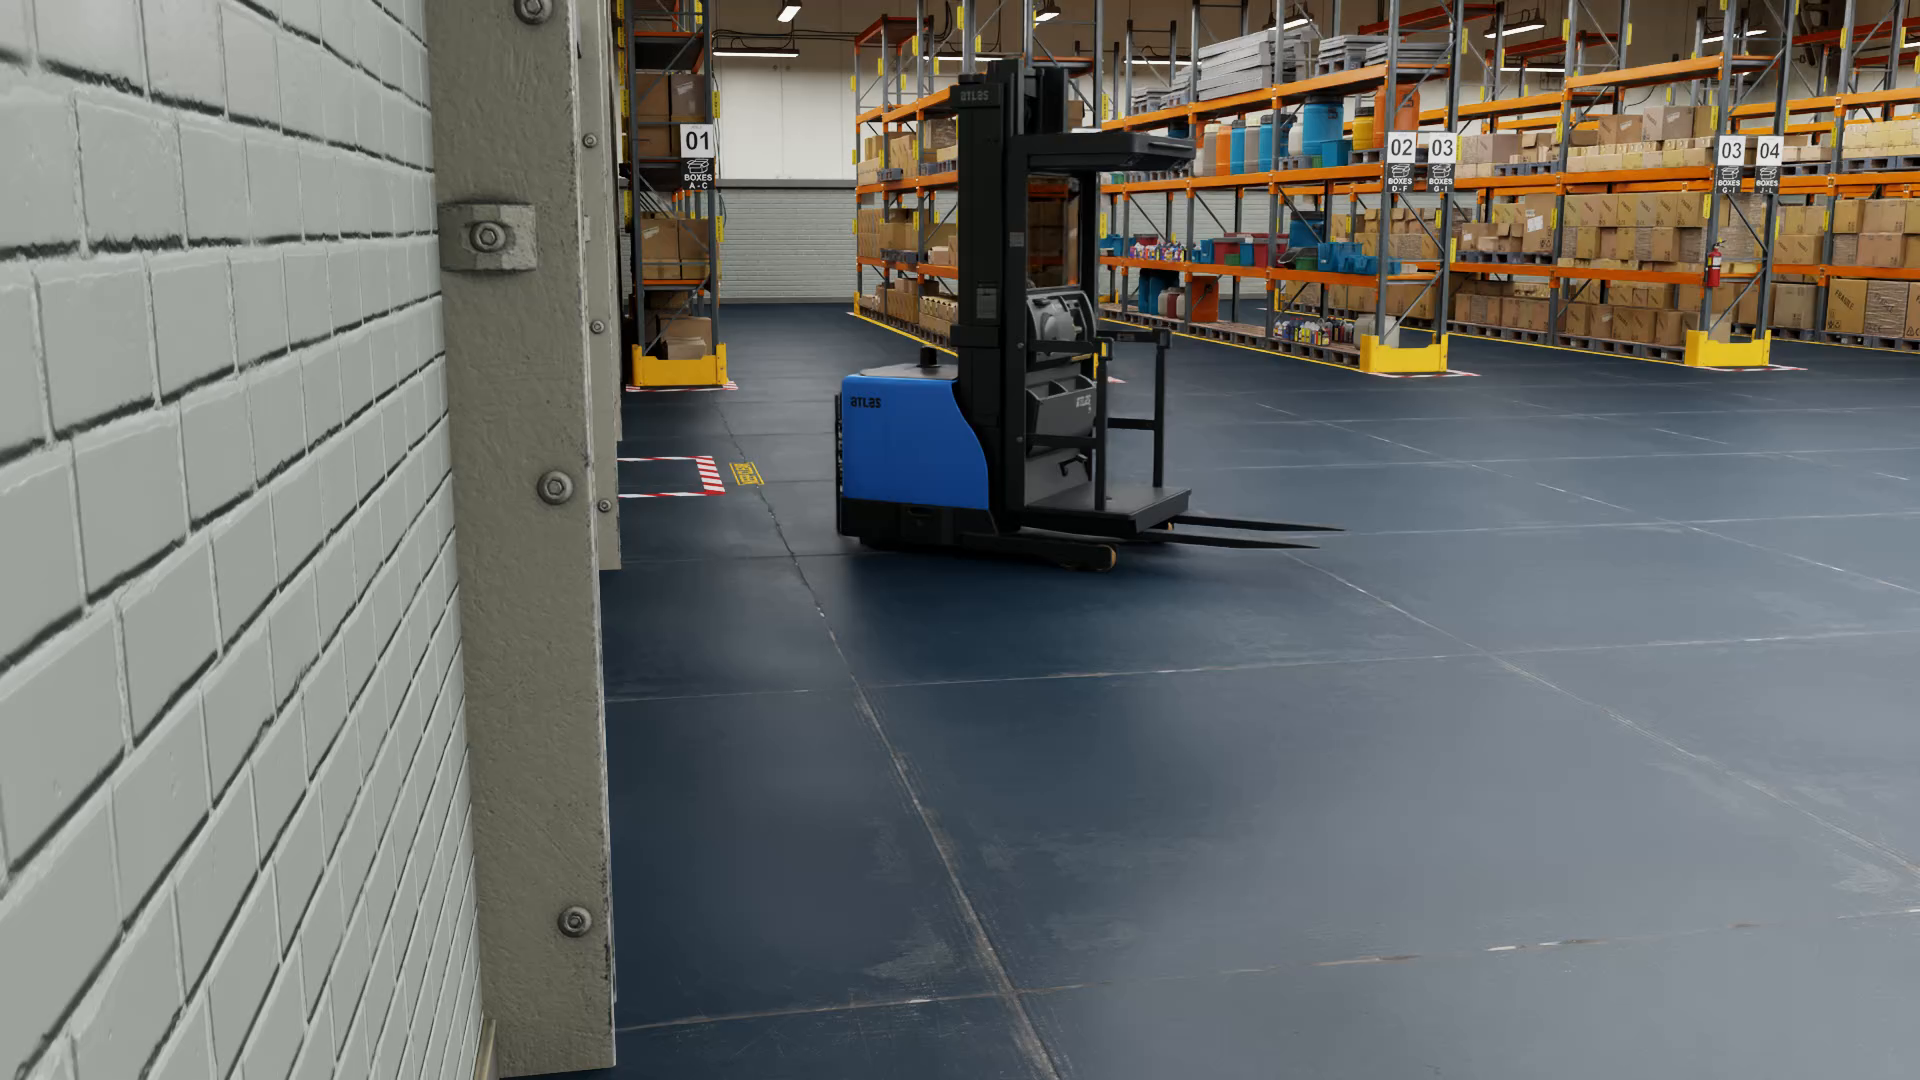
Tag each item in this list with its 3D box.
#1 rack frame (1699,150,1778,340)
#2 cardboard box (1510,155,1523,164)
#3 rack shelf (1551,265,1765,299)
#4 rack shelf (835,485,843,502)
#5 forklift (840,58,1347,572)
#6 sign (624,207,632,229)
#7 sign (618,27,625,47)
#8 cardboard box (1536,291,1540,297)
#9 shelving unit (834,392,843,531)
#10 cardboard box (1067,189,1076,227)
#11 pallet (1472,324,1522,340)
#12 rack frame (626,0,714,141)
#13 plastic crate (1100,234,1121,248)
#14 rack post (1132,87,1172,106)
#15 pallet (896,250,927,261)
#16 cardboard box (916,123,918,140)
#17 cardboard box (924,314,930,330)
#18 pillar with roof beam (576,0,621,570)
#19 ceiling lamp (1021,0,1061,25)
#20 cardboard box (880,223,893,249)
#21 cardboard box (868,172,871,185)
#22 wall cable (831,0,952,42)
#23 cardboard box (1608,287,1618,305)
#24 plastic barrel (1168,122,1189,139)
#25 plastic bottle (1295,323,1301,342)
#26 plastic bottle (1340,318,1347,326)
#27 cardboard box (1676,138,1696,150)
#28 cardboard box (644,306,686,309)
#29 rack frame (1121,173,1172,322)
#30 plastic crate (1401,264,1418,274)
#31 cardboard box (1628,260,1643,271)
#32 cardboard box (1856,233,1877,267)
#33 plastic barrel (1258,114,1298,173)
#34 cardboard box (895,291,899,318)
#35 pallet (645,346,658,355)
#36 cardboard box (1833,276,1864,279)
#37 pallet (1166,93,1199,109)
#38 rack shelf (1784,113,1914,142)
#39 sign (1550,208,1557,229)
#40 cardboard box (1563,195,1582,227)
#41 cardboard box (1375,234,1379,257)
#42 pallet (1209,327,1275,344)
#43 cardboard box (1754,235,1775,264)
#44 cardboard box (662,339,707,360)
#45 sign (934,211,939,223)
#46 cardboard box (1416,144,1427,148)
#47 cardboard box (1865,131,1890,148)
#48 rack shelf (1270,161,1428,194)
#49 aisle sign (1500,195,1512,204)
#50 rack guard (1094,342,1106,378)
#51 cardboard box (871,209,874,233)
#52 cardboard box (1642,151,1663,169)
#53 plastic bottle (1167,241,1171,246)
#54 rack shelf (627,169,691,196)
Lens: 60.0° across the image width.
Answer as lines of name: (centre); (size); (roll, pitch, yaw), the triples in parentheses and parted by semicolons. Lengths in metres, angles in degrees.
rack frame: (11.038, -3.977, 23.571); (1.000, 3.000, 0.127); (-2, 11, -11)
cardboard box: (9.797, -6.616, 28.915); (0.380, 0.166, 0.250); (-2, 11, -13)
rack shelf: (10.649, -3.991, 25.565); (1.077, 0.370, 4.000); (-2, 11, -11)
rack shelf: (-0.687, -0.308, 11.047); (0.258, 0.077, 0.200); (1, 11, 4)
forklift: (0.799, -1.363, 10.021); (3.031, 2.935, 1.130); (5, 12, 26)
sign: (-4.860, -4.719, 24.368); (0.100, 0.325, 0.005); (-2, 11, -11)
sign: (-5.638, -8.367, 27.668); (0.100, 0.325, 0.005); (-2, 11, -11)
cardboard box: (13.129, -5.485, 37.200); (0.380, 0.149, 0.250); (-2, 11, -10)
shelving unit: (-0.687, -0.517, 11.007); (0.258, 0.900, 0.210); (1, 11, 4)
cardboard box: (1.231, -4.400, 22.054); (0.700, 0.500, 0.500); (-2, 11, -11)
pallet: (9.866, -3.708, 29.614); (1.003, 0.211, 1.213); (-2, 11, -11)
rack frame: (-3.539, -6.384, 20.171); (1.000, 3.000, 0.127); (-2, 11, -11)
plastic crate: (3.316, -6.724, 37.746); (0.616, 0.435, 0.499); (-2, 11, -11)
rack post: (3.979, -8.752, 32.816); (0.937, 0.300, 0.954); (-2, 11, -12)
pallet: (-0.619, -5.347, 31.282); (1.003, 0.211, 1.213); (-2, 11, -11)
cardboard box: (-0.513, -7.366, 30.412); (0.500, 0.500, 0.500); (-2, 11, -11)
cardboard box: (-0.324, -3.742, 28.564); (0.500, 0.250, 0.500); (-2, 11, -13)
pillar with roof beam: (2.034, -4.437, 9.939); (9.100, 9.000, 0.400); (-2, 11, -11)
ceiling lamp: (1.800, -11.578, 31.847); (0.800, 3.185, 2.000); (-2, 11, -11)
cardboard box: (-1.141, -5.979, 32.697); (0.700, 0.500, 0.500); (-6, 12, -30)
cardboard box: (-1.655, -7.573, 34.843); (0.500, 0.250, 0.500); (-2, 11, -11)
wall cable: (-1.711, -13.770, 41.608); (3.097, 2.526, 0.112); (-2, 11, -11)
cardboard box: (13.692, -4.981, 34.405); (0.500, 0.500, 0.500); (-2, 11, -10)
plastic barrel: (4.327, -7.617, 32.206); (0.600, 0.901, 0.708); (-2, 11, -11)
plastic bottle: (5.179, -3.183, 25.486); (0.061, 0.283, 0.133); (-2, 11, -8)
plastic bottle: (5.909, -3.244, 25.624); (0.144, 0.351, 0.185); (-2, 11, -11)
cardboard box: (10.581, -5.711, 23.991); (0.380, 0.149, 0.250); (-3, 11, -13)
cardboard box: (-4.626, -3.386, 25.973); (0.700, 0.500, 0.500); (-2, 11, -12)
rack frame: (3.845, -5.998, 34.188); (1.000, 3.000, 0.127); (-2, 11, -11)
plastic crate: (6.321, -3.844, 23.573); (0.298, 0.136, 0.250); (-2, 11, -11)
cardboard box: (10.385, -4.170, 25.255); (0.380, 0.149, 0.250); (-2, 11, -11)
cardboard box: (15.357, -4.779, 27.383); (0.875, 0.550, 0.550); (-2, 11, -11)
plastic barrel: (5.090, -6.336, 26.600); (0.600, 0.901, 0.708); (-2, 11, -11)
cardboard box: (-0.955, -4.520, 31.930); (0.500, 0.500, 0.500); (-2, 11, -10)
pallet: (-4.151, -2.679, 24.207); (1.003, 0.211, 1.213); (-2, 11, -11)
cardboard box: (18.980, -5.261, 34.874); (0.875, 0.875, 0.875); (-2, 11, -10)
pallet: (4.513, -8.056, 30.529); (1.213, 0.211, 1.003); (-2, 11, -11)
rack shelf: (18.814, -8.569, 34.644); (1.077, 0.370, 4.000); (-2, 11, -11)
sign: (9.716, -5.259, 27.208); (0.100, 0.325, 0.005); (-2, 11, -11)
cardboard box: (10.098, -5.306, 26.813); (0.500, 0.500, 0.500); (-2, 11, -11)
cardboard box: (8.744, -5.950, 33.667); (0.500, 0.500, 0.500); (-2, 11, -12)
pallet: (4.970, -3.528, 28.667); (1.003, 0.211, 1.213); (-2, 11, -11)
cardboard box: (14.584, -5.193, 29.692); (0.500, 0.500, 0.500); (-2, 11, -10)
cardboard box: (-3.585, -2.462, 21.626); (0.500, 0.311, 0.500); (-3, 11, -17)
sign: (-0.470, -6.408, 33.246); (0.100, 0.325, 0.005); (-2, 11, -11)
cardboard box: (9.038, -7.438, 32.340); (0.500, 0.500, 0.500); (-2, 11, -8)
cardboard box: (15.065, -6.482, 26.922); (0.500, 0.250, 0.500); (-2, 11, -11)
rack shelf: (5.790, -5.284, 24.339); (1.077, 0.370, 4.000); (-2, 11, -11)
aisle sign: (13.091, -8.375, 39.724); (0.394, 0.787, 0.004); (-2, 11, -11)
rack guard: (1.325, -2.385, 21.892); (1.175, 0.500, 0.348); (-2, 11, -11)
cardboard box: (-1.567, -6.629, 34.559); (0.500, 0.500, 0.500); (-2, 11, -11)
cardboard box: (10.503, -5.642, 24.697); (0.500, 0.250, 0.500); (-2, 11, -10)
plastic bottle: (4.204, -5.812, 33.342); (0.144, 0.351, 0.185); (-2, 11, -11)
rack shelf: (-4.706, -5.658, 26.300); (1.077, 0.370, 4.000); (-2, 11, -11)
